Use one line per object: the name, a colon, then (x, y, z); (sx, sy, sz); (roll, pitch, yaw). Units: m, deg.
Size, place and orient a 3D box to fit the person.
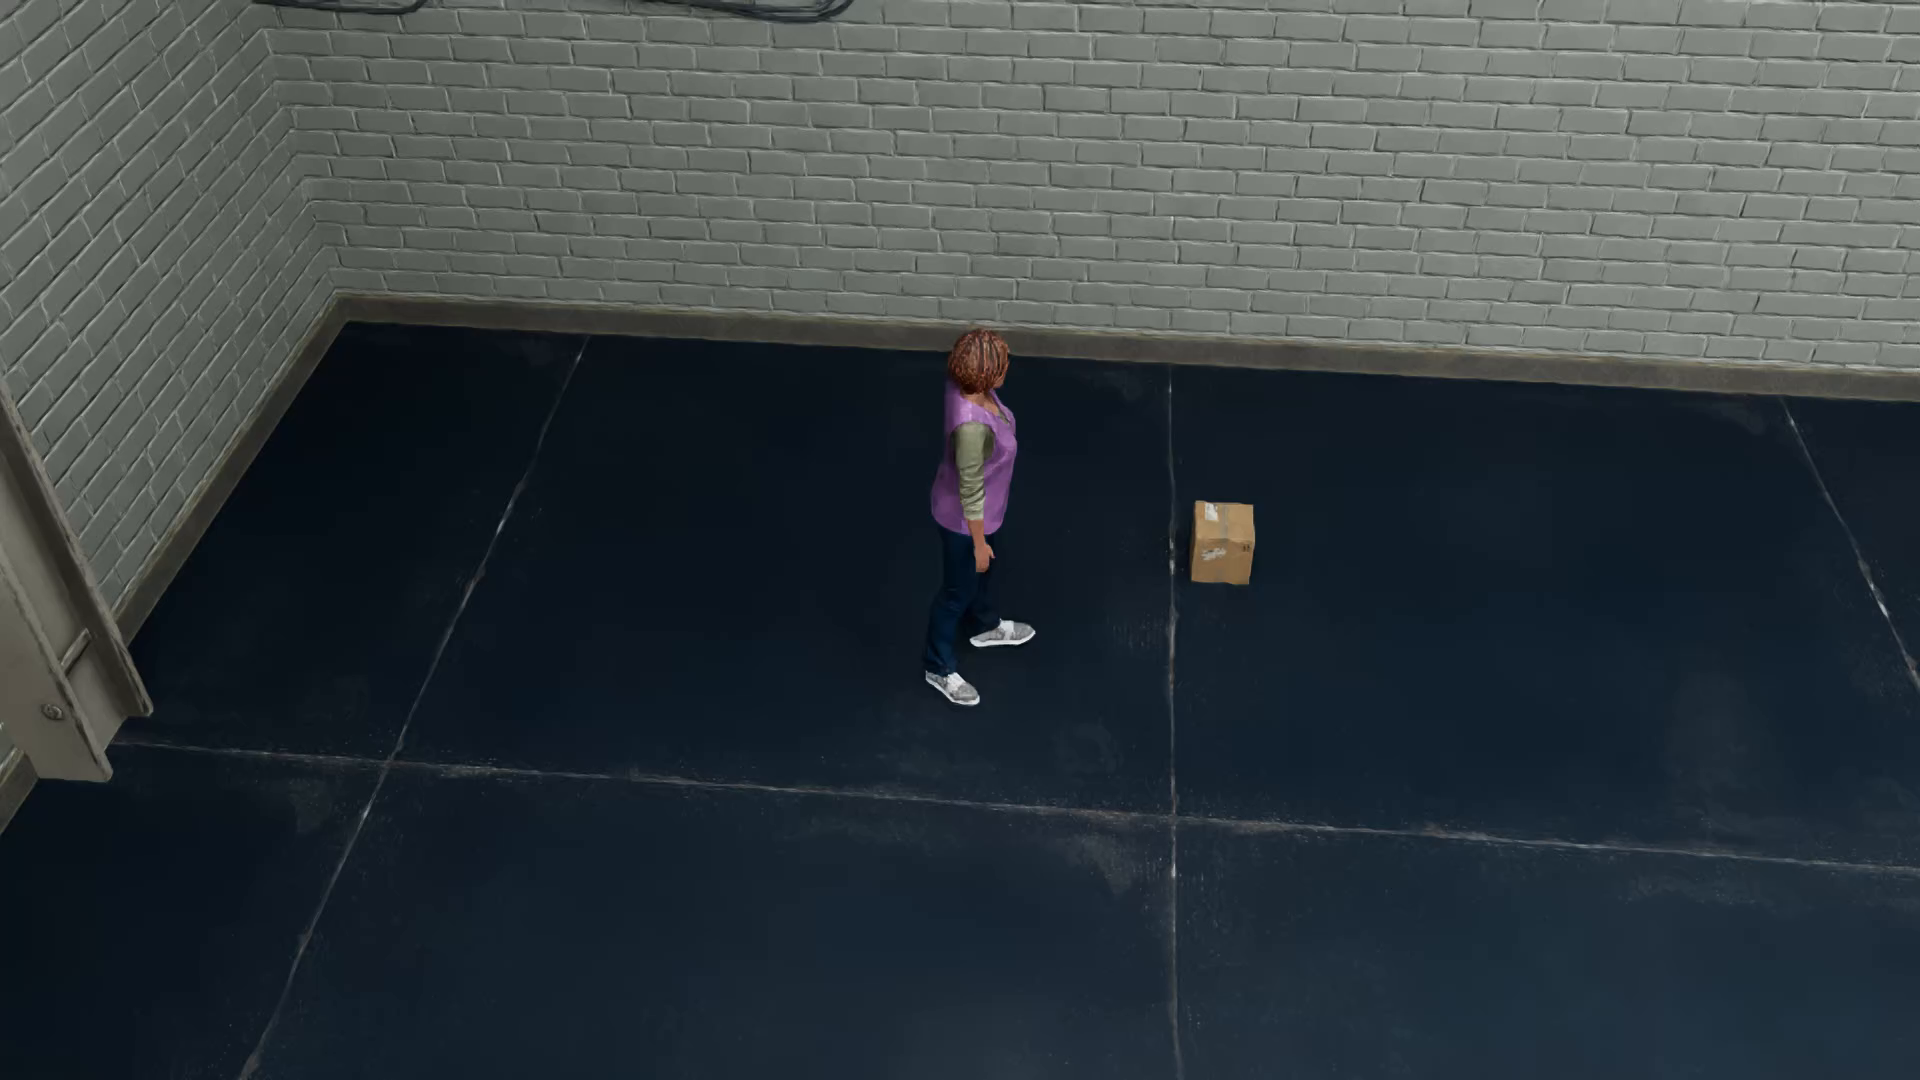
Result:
person: (0.078, -0.104, 6.249); (0.456, 1.594, 0.511); (1, 41, 1)
